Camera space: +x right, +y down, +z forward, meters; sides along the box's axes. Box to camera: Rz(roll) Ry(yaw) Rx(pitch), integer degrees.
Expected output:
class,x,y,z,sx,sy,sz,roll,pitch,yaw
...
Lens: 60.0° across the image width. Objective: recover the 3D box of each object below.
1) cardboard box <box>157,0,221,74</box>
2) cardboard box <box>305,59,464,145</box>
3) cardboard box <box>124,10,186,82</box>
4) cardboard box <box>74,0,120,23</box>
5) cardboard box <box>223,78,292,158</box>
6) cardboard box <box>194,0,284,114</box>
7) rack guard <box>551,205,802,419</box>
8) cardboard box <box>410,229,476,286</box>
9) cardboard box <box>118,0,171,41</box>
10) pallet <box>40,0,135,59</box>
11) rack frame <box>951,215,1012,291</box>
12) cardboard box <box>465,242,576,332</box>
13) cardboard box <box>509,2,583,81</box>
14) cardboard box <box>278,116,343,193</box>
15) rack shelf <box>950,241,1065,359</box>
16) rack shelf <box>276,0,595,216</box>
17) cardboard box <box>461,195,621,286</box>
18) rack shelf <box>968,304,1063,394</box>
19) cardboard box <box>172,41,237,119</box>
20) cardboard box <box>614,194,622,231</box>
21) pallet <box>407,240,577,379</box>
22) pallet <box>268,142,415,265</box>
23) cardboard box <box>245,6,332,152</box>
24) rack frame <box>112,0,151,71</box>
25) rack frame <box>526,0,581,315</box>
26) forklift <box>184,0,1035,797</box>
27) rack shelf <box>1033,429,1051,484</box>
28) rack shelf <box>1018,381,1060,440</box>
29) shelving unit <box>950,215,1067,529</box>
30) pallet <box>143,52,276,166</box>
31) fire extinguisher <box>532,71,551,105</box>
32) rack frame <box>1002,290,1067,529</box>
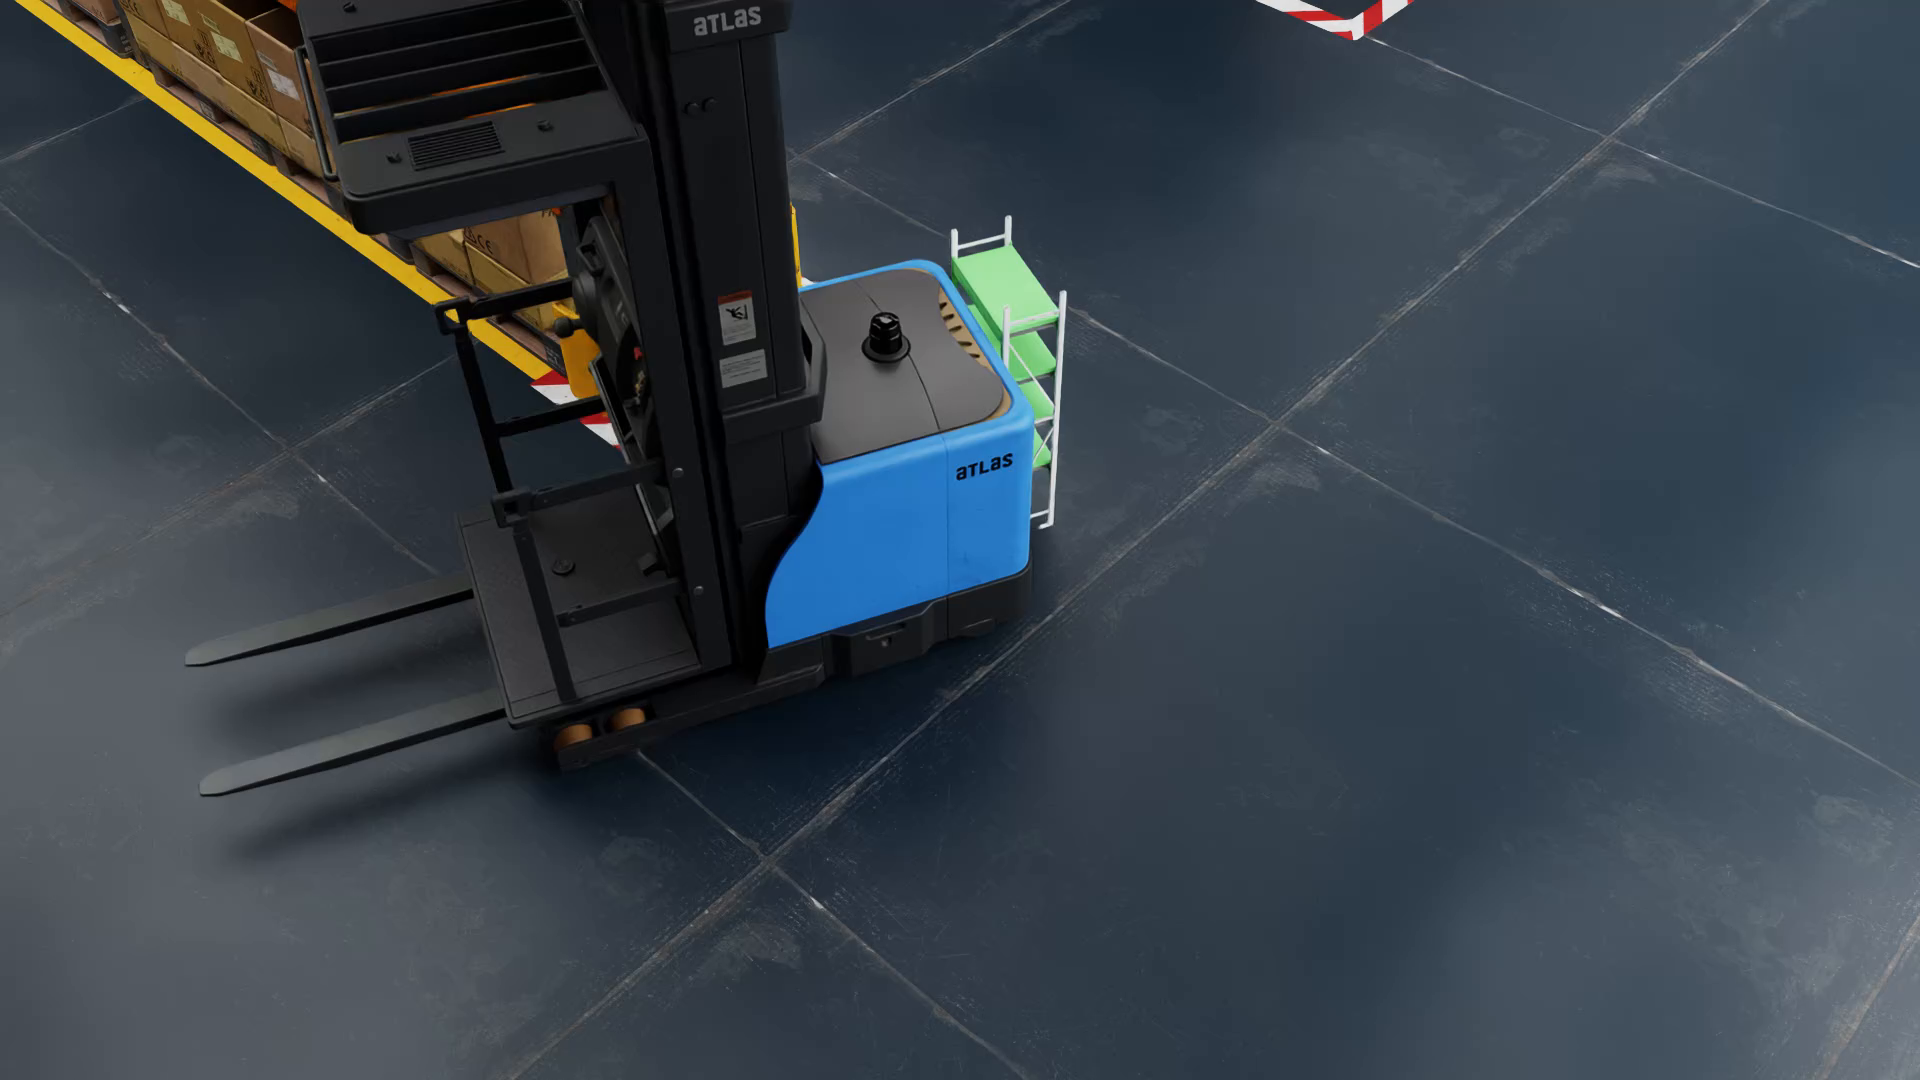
class,x,y,z,sx,sy,sz,roll,pitch,yaw
cardboard box,-3.688,-2.737,8.346,0.500,0.500,0.500,34,55,28
cardboard box,-2.591,-1.992,7.646,0.500,0.500,0.500,34,55,28
cardboard box,-4.054,-2.729,8.852,0.500,0.250,0.500,34,55,28
cardboard box,-4.691,-3.170,9.267,0.500,0.250,0.500,33,55,27
cardboard box,-3.326,-2.229,8.383,0.500,0.250,0.500,34,55,28
cardboard box,-3.326,-2.486,8.110,0.500,0.500,0.500,34,55,28
rack guard,-1.232,-1.072,7.414,0.348,0.500,1.175,34,55,28
cardboard box,-2.220,-1.490,7.690,0.500,0.250,0.500,34,55,28
cardboard box,-4.061,-2.980,8.574,0.500,0.500,0.500,34,55,28
pallet,-4.757,-3.307,9.710,1.213,0.211,1.003,34,55,28
rack frame,0.080,-0.772,6.651,0.240,1.200,0.015,-17,49,-15
cardboard box,-1.845,-1.249,7.464,0.500,0.250,0.500,34,55,28
cardboard box,-1.584,-2.212,6.701,0.500,0.500,0.700,34,55,28
cardboard box,-2.955,-1.985,8.154,0.500,0.250,0.500,34,55,28
rack shelf,0.173,-0.892,6.194,0.258,0.148,0.480,-17,49,-15
rack shelf,-2.720,-2.683,7.705,4.000,0.370,1.077,34,55,28
cardboard box,-1.846,-1.505,7.189,0.500,0.500,0.500,34,55,28
rack shelf,0.173,-0.728,6.369,0.258,0.148,0.480,-17,49,-15
cardboard box,-3.690,-2.479,8.618,0.500,0.250,0.500,34,55,28
cardboard box,-1.493,-1.527,7.724,0.500,0.250,0.500,34,55,28
pallet,-1.840,-1.341,7.864,1.213,0.211,1.003,34,55,28
pallet,-2.733,-1.944,8.431,1.213,0.211,1.003,34,55,28
cardboard box,-2.957,-2.239,7.879,0.500,0.500,0.500,34,55,28
rack frame,-4.189,-3.918,8.371,0.127,3.000,1.000,34,55,28
rack frame,-1.250,-1.940,6.514,0.127,3.000,1.000,34,55,28
forklift,-1.296,-0.622,5.324,3.031,2.935,1.130,-16,49,-15
rack shelf,0.173,-0.399,6.719,0.258,0.148,0.480,-17,49,-15
rack shelf,0.173,-0.564,6.544,0.258,0.148,0.480,-17,49,-15
shelving unit,0.173,-0.607,6.497,0.258,1.200,0.503,-17,49,-15
pallet,-3.633,-2.548,8.997,1.213,0.211,1.003,34,55,28
fire extinguisher,-1.478,-1.606,6.254,0.183,0.674,0.296,34,55,28
rack frame,0.267,-0.443,6.343,0.240,1.200,0.015,-17,49,-15
